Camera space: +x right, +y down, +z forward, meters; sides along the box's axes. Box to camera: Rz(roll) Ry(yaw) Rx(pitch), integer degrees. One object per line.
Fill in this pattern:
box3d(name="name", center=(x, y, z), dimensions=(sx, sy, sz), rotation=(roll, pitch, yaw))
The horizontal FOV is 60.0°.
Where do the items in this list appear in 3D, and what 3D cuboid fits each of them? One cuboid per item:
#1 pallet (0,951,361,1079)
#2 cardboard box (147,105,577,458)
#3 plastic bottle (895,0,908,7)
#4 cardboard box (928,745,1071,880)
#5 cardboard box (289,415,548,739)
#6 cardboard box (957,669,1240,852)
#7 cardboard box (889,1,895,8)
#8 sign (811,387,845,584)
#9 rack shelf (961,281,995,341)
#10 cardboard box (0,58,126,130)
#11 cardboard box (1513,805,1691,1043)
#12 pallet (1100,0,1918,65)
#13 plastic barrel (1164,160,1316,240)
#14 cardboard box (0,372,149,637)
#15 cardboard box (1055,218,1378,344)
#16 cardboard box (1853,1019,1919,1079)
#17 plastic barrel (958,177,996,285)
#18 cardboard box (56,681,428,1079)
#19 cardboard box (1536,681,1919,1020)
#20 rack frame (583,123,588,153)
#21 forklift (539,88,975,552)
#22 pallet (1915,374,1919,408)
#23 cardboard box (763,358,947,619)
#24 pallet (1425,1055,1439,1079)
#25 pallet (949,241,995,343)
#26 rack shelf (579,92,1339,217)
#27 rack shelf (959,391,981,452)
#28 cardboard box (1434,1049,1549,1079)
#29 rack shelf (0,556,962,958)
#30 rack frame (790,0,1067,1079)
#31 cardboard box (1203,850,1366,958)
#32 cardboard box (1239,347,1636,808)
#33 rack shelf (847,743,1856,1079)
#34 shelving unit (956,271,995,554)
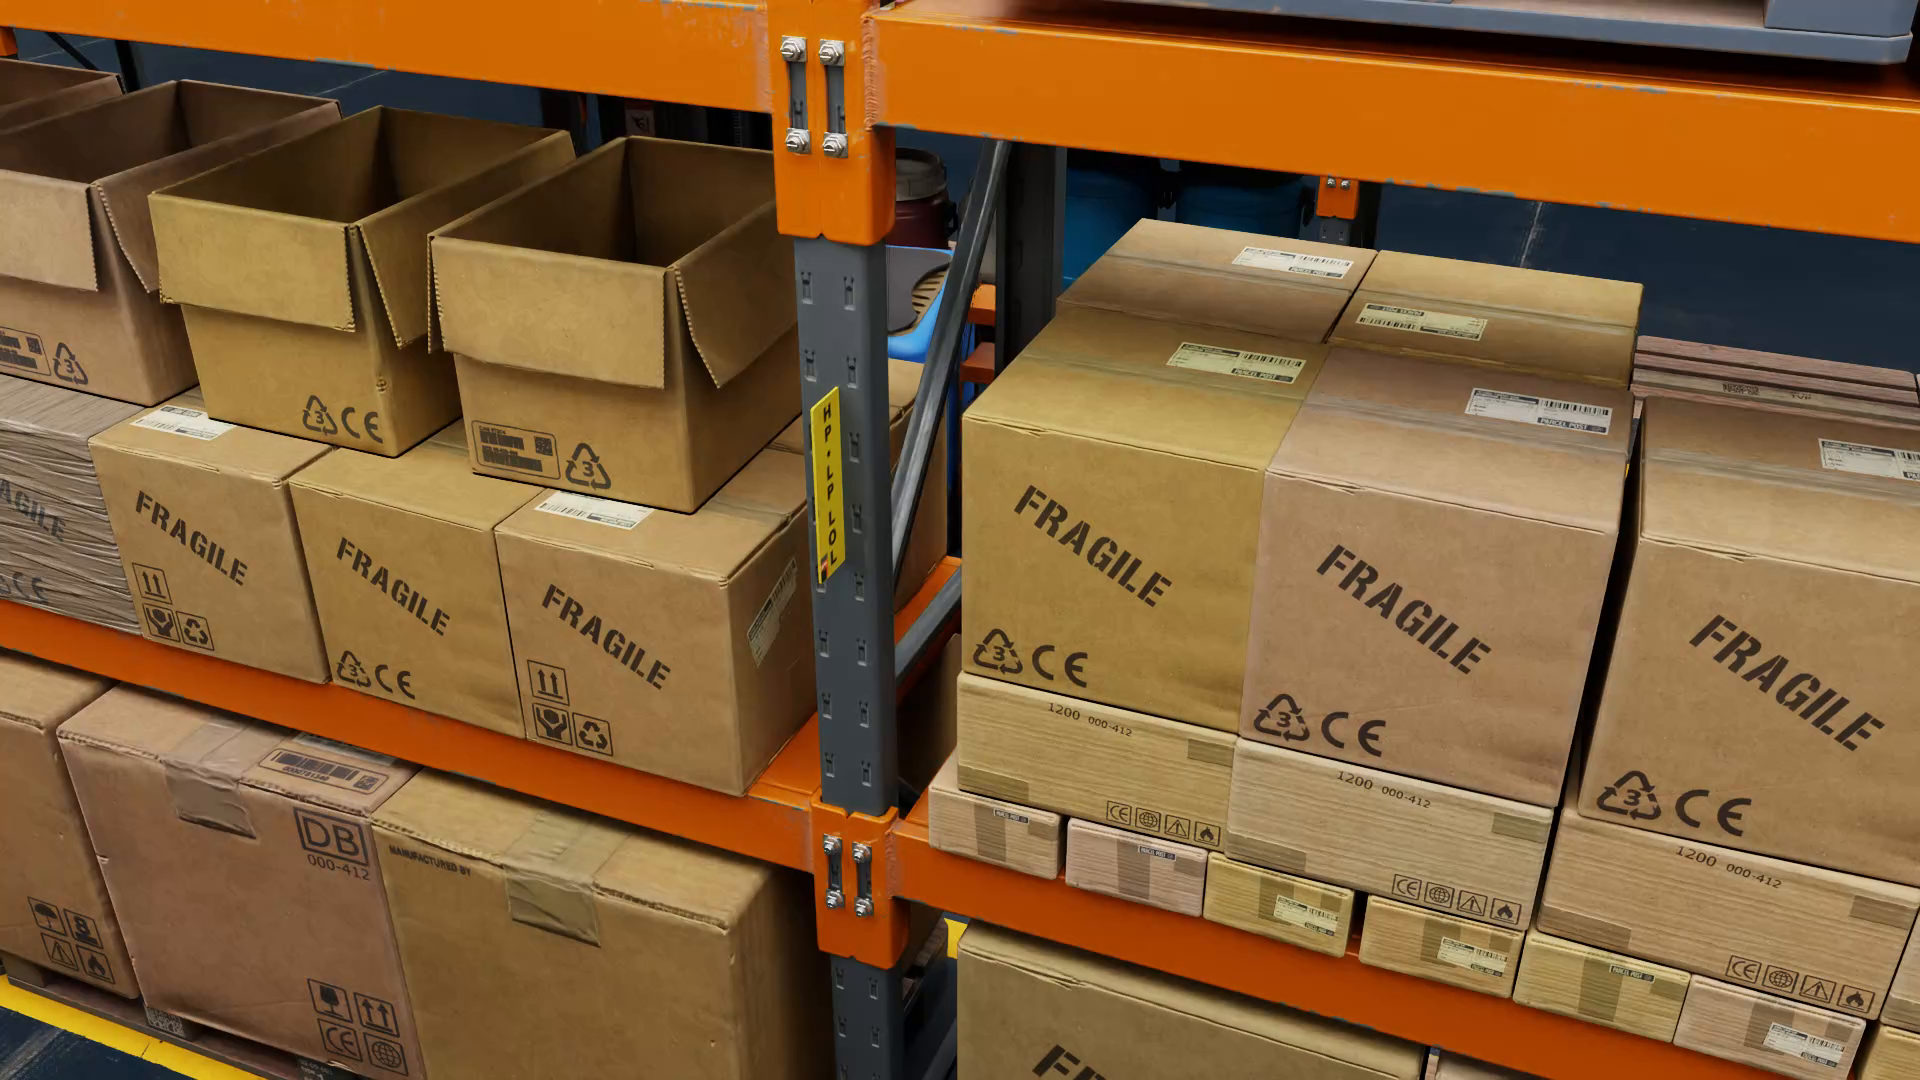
box3d(name="pallet", center=(-1.899, 1.012, 4.745), dimensions=(1.213, 0.211, 1.003), rotation=(11, 31, 19))
box3d(name="cardboard box", center=(-1.248, -0.595, 3.634), dimensions=(0.637, 0.503, 0.797), rotation=(12, 32, 20))
box3d(name="plastic bottle", center=(-0.272, -2.724, 8.640), dimensions=(0.133, 0.283, 0.061), rotation=(11, 31, 19))
box3d(name="cardboard box", center=(0.127, 0.447, 3.165), dimensions=(0.250, 0.149, 0.380), rotation=(11, 31, 19))
box3d(name="cardboard box", center=(-1.014, 0.031, 3.544), dimensions=(0.500, 0.500, 0.500), rotation=(12, 32, 21))
box3d(name="cardboard box", center=(0.315, 0.274, 3.067), dimensions=(0.500, 0.250, 0.500), rotation=(11, 31, 18))
box3d(name="cardboard box", center=(-0.578, -4.339, 13.176), dimensions=(0.500, 0.311, 0.500), rotation=(12, 32, 20))
box3d(name="sign", center=(-0.217, -0.089, 2.762), dimensions=(0.005, 0.325, 0.100), rotation=(11, 31, 19))
box3d(name="rack shelf", center=(0.262, -0.827, 6.196), dimensions=(0.480, 0.148, 0.258), rotation=(9, 31, 16))
box3d(name="cardboard box", center=(-2.454, -0.824, 4.039), dimensions=(0.637, 0.503, 0.797), rotation=(12, 32, 20))
box3d(name="cardboard box", center=(1.097, 0.639, 2.826), dimensions=(0.250, 0.149, 0.380), rotation=(11, 31, 18))
box3d(name="pallet", center=(0.733, -0.980, 2.476), dimensions=(1.213, 0.211, 1.003), rotation=(11, 31, 19))
box3d(name="plastic barrel", center=(1.343, -1.505, 8.069), dimensions=(0.708, 0.901, 0.600), rotation=(11, 31, 19))
box3d(name="cardboard box", center=(-1.963, -0.157, 3.878), dimensions=(0.500, 0.500, 0.500), rotation=(11, 31, 19))
box3d(name="cardboard box", center=(0.505, -0.296, 3.313), dimensions=(0.500, 0.500, 0.500), rotation=(12, 32, 21))
box3d(name="cardboard box", center=(1.572, 0.735, 2.657), dimensions=(0.250, 0.149, 0.380), rotation=(10, 31, 18))
box3d(name="plastic barrel", center=(0.197, -1.611, 8.654), dimensions=(0.421, 0.512, 0.421), rotation=(0, 29, 0))
box3d(name="cardboard box", center=(-1.451, 0.600, 4.373), dimensions=(0.875, 0.875, 1.225), rotation=(10, 31, 17))
box3d(name="cardboard box", center=(1.256, 0.461, 2.736), dimensions=(0.500, 0.250, 0.500), rotation=(12, 32, 20))
box3d(name="rack frame", center=(-1.866, -2.867, 8.774), dimensions=(0.127, 3.000, 1.000), rotation=(11, 31, 19))
box3d(name="forklift", center=(-1.488, -1.416, 6.276), dimensions=(3.031, 2.935, 1.130), rotation=(6, 30, 11))
box3d(name="pallet", center=(4.797, -0.343, 7.142), dimensions=(1.213, 0.211, 1.003), rotation=(11, 31, 19))
box3d(name="cardboard box", center=(-0.354, -0.111, 3.796), dimensions=(0.500, 0.500, 0.500), rotation=(11, 31, 19))
box3d(name="pallet", center=(0.654, 1.522, 3.843), dimensions=(1.213, 0.211, 1.003), rotation=(11, 31, 19))
box3d(name="pallet", center=(0.007, -1.300, 8.835), dimensions=(1.213, 0.211, 1.003), rotation=(11, 31, 19))
box3d(name="rack shelf", center=(-0.013, -2.184, 8.296), dimensions=(4.000, 0.370, 1.077), rotation=(11, 31, 19))
box3d(name="rack shelf", center=(0.262, -0.427, 6.422), dimensions=(0.480, 0.148, 0.258), rotation=(9, 31, 16))
box3d(name="cardboard box", center=(1.394, 1.199, 3.313), dimensions=(0.875, 0.875, 0.875), rotation=(11, 31, 19))
box3d(name="rack shelf", center=(-1.875, 0.075, 4.300), dimensions=(4.000, 0.370, 1.077), rotation=(11, 31, 19))
box3d(name="rack frame", center=(-0.022, 0.132, 3.469), dimensions=(0.127, 3.000, 1.000), rotation=(11, 31, 19))
box3d(name="cardboard box", center=(0.615, 0.544, 2.994), dimensions=(0.250, 0.149, 0.380), rotation=(12, 32, 21))
box3d(name="cardboard box", center=(0.779, 0.041, 2.718), dimensions=(0.500, 0.500, 0.500), rotation=(11, 31, 19))
box3d(name="rack shelf", center=(1.832, 0.815, 2.991), dimensions=(4.000, 0.370, 1.077), rotation=(11, 31, 19))
box3d(name="shelving unit", center=(0.262, -0.485, 6.389), dimensions=(0.503, 1.200, 0.258), rotation=(9, 31, 16))
